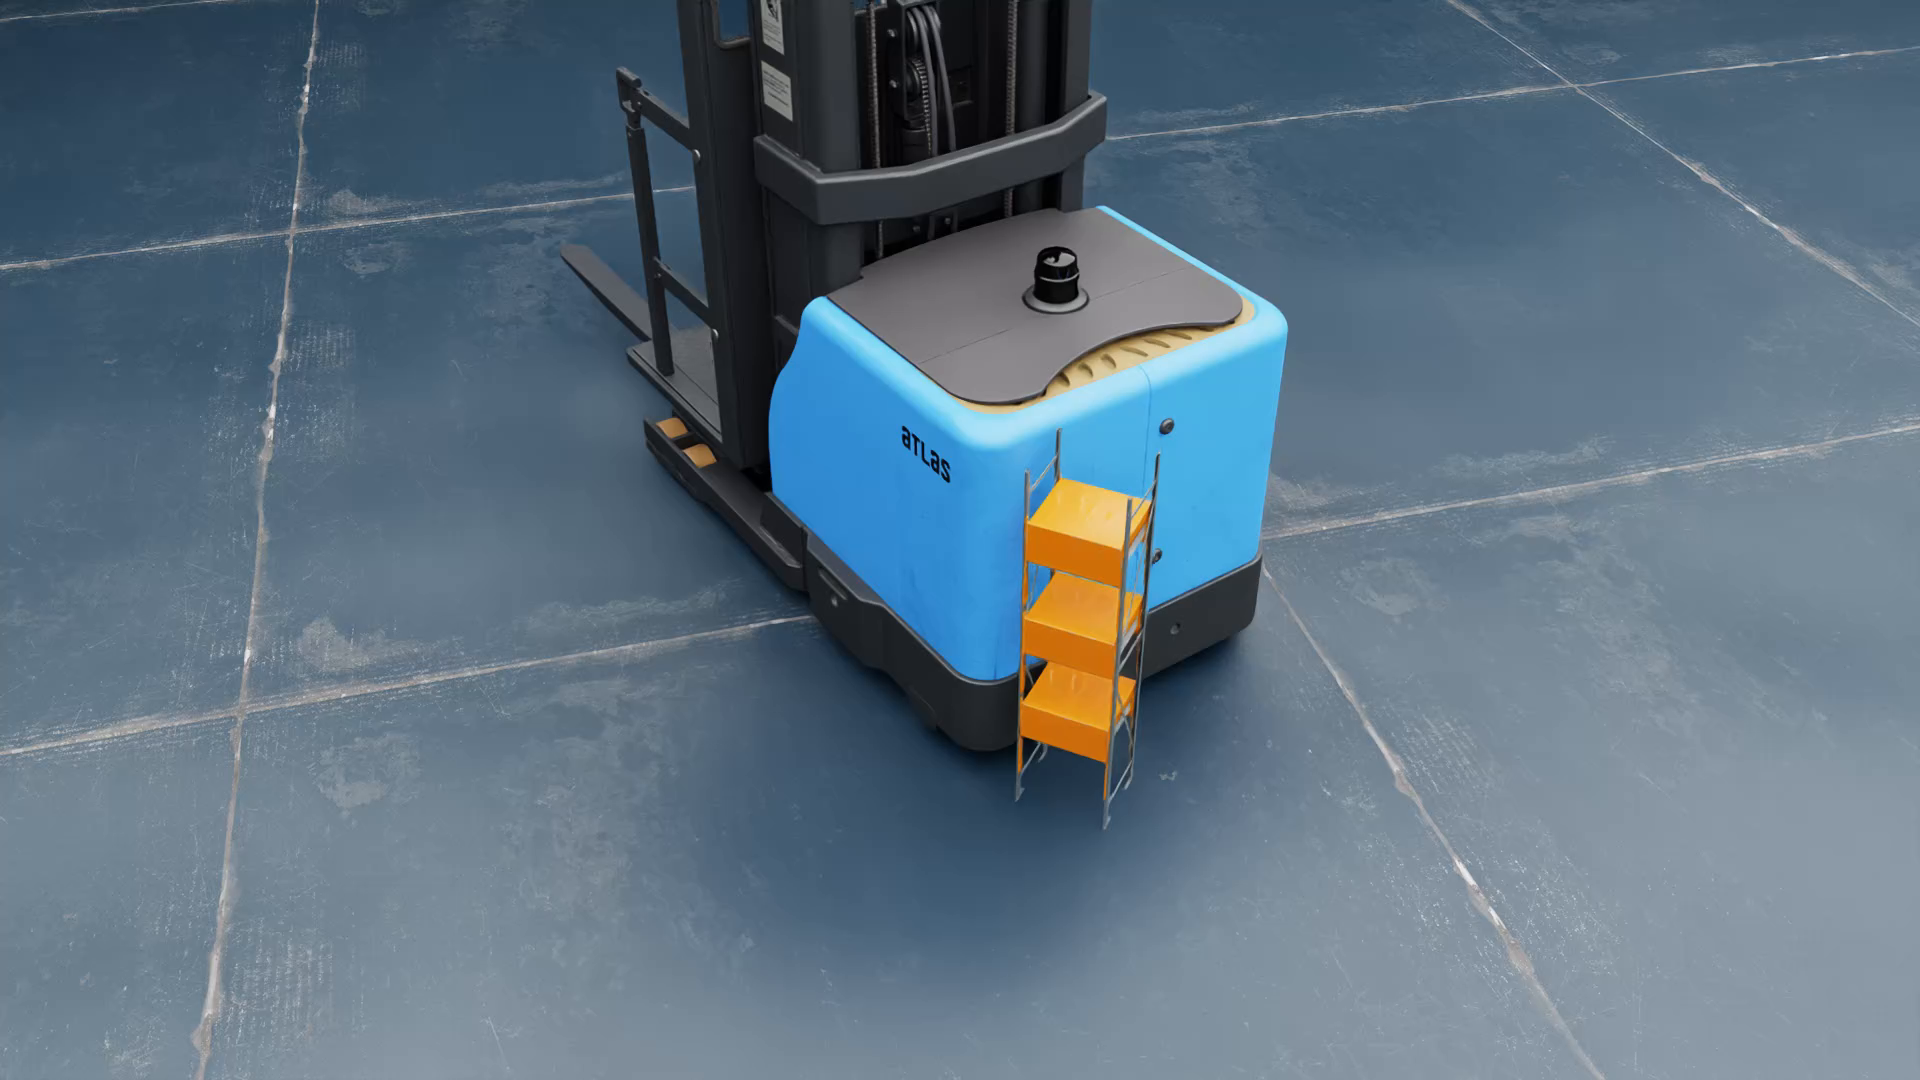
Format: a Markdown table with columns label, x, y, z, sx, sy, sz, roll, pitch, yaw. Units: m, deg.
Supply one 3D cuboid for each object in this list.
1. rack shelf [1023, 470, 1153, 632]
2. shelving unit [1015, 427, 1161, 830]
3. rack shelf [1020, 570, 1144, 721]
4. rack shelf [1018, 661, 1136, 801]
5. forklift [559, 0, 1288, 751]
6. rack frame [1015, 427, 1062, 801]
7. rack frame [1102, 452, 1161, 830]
| label | x | y | z | sx | sy | sz | roll | pitch | yaw |
| --- | --- | --- | --- | --- | --- | --- | --- | --- | --- |
| rack shelf | 0.301 | 0.025 | 3.904 | 0.240 | 0.259 | 0.215 | 16 | 40 | 20 |
| shelving unit | 0.301 | 0.242 | 4.070 | 0.252 | 1.050 | 0.215 | 16 | 40 | 20 |
| rack shelf | 0.301 | 0.250 | 4.077 | 0.240 | 0.259 | 0.215 | 16 | 40 | 20 |
| rack shelf | 0.301 | 0.471 | 4.245 | 0.240 | 0.259 | 0.215 | 16 | 40 | 20 |
| forklift | -0.392 | -1.459 | 4.745 | 1.130 | 2.935 | 3.031 | -23 | 43 | -27 |
| rack frame | 0.191 | 0.210 | 4.111 | 0.008 | 1.050 | 0.200 | 16 | 40 | 20 |
| rack frame | 0.412 | 0.273 | 4.029 | 0.008 | 1.050 | 0.200 | 16 | 40 | 20 |
